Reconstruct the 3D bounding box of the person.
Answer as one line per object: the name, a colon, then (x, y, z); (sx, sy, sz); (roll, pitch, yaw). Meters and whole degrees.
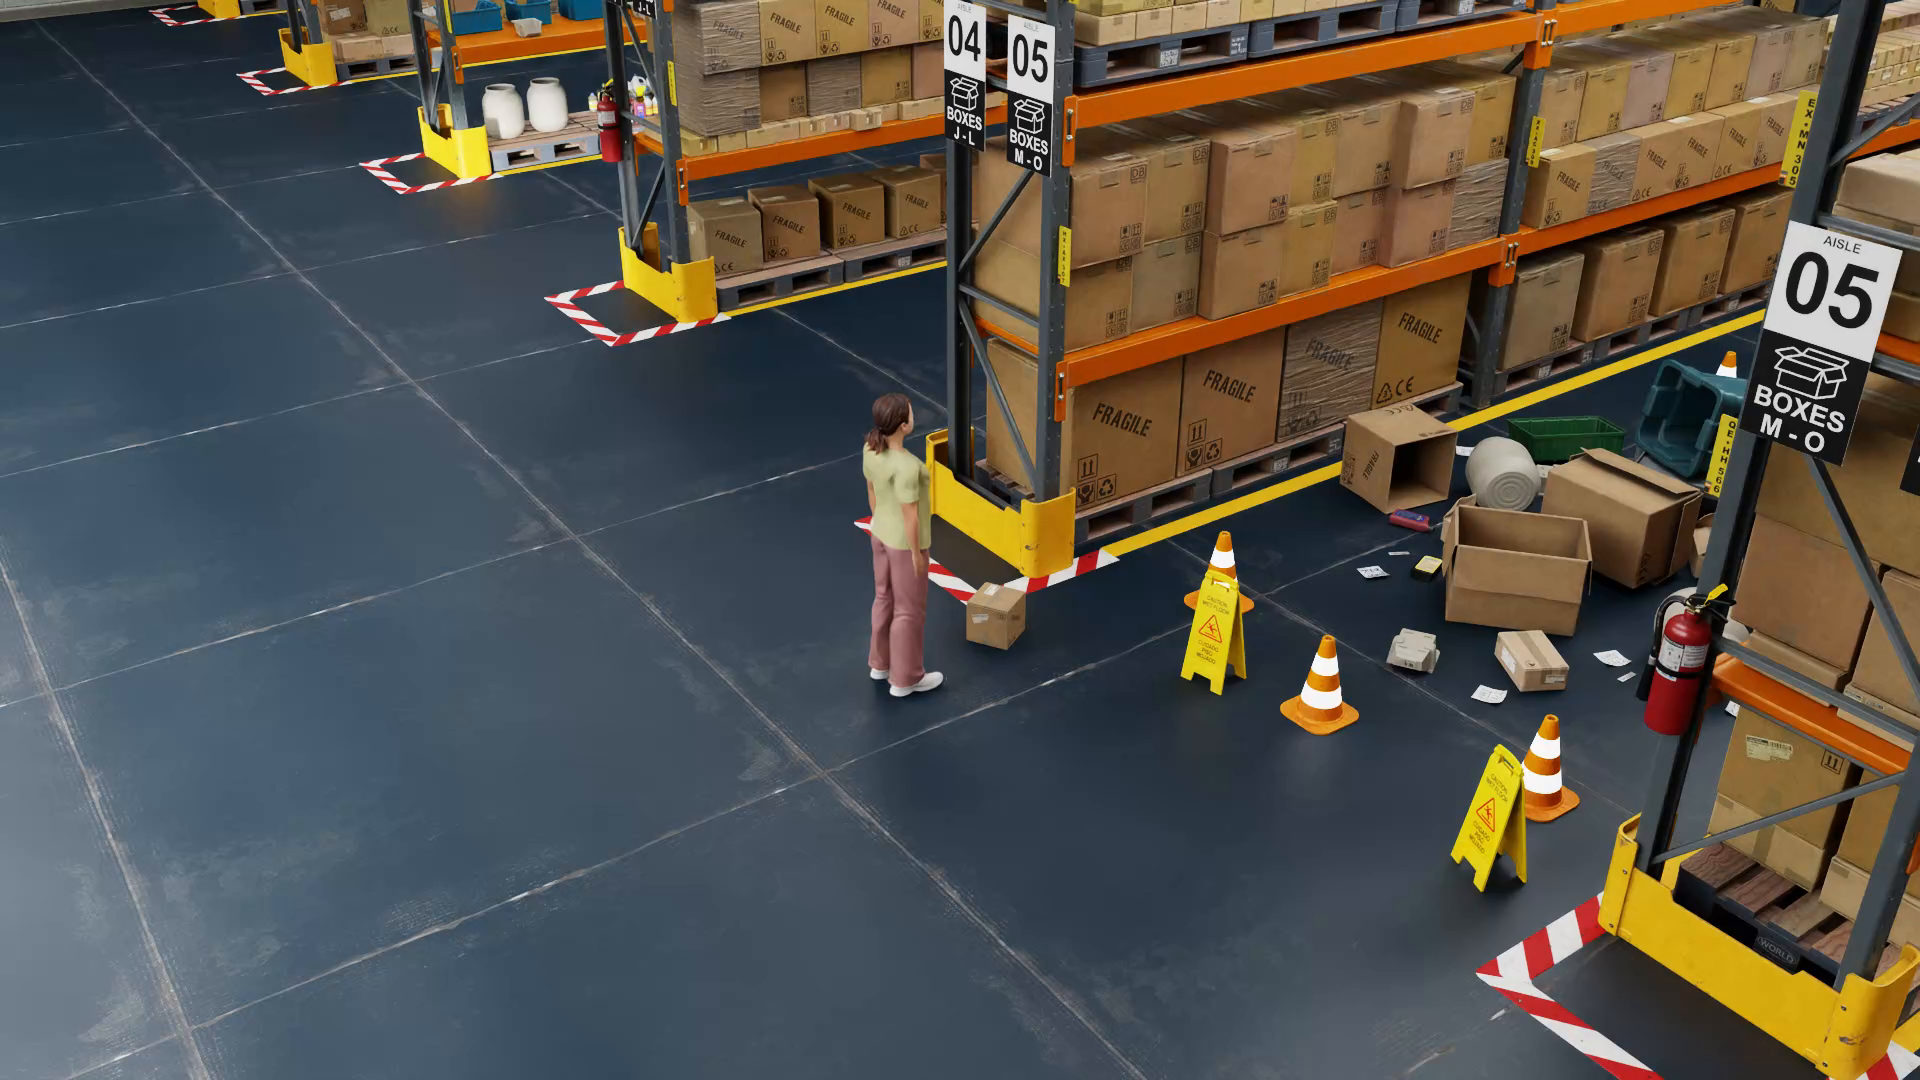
person: (-0.323, 0.015, 8.605); (0.349, 1.670, 0.438); (-18, 33, -29)
